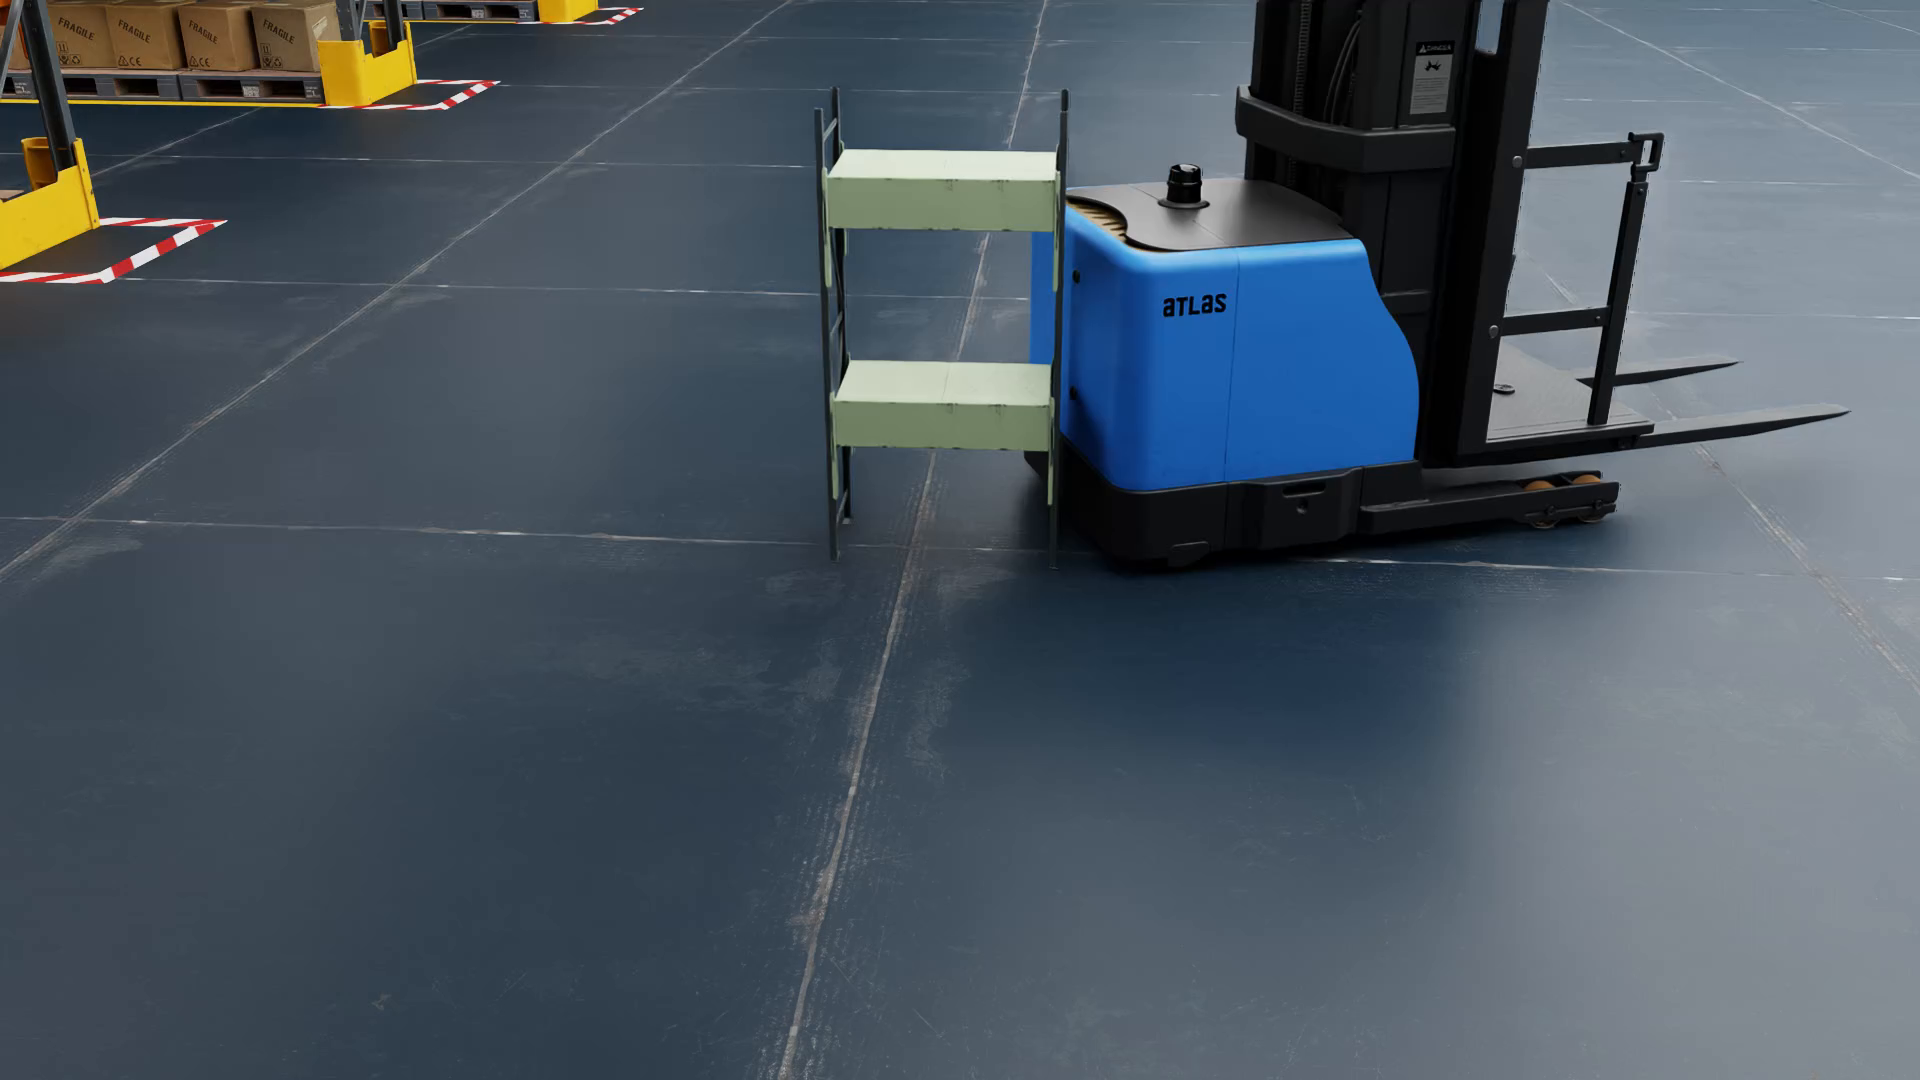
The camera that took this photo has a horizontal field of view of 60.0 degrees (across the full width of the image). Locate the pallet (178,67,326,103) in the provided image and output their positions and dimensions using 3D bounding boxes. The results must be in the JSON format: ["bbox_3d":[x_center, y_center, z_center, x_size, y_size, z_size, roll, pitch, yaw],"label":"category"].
[{"bbox_3d":[-5.679,-3.845,13.853,1.213,0.211,1.003,2,25,4],"label":"pallet"}]

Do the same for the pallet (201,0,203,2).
[{"bbox_3d":[-9.079,-5.987,18.509,1.213,0.211,1.003,2,25,4],"label":"pallet"}]

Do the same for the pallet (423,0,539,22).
[{"bbox_3d":[-5.119,-5.859,18.230,1.213,0.211,1.003,2,25,4],"label":"pallet"}]

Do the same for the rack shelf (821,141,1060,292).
[{"bbox_3d":[-0.046,-1.028,5.256,0.720,0.370,0.431,2,25,3],"label":"rack shelf"}]

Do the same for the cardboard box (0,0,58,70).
[{"bbox_3d":[-7.817,-4.207,13.792,0.500,0.500,0.500,10,27,21],"label":"cardboard box"}]

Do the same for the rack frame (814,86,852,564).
[{"bbox_3d":[-0.411,-0.683,5.441,0.023,1.500,0.400,2,25,3],"label":"rack frame"}]

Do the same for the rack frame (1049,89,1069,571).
[{"bbox_3d":[0.320,-0.663,5.397,0.023,1.500,0.400,2,25,3],"label":"rack frame"}]

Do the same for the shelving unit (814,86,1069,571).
[{"bbox_3d":[-0.046,-0.673,5.419,0.755,1.500,0.431,2,25,3],"label":"shelving unit"}]

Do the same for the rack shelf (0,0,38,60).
[{"bbox_3d":[-7.169,-2.741,8.980,4.000,0.370,1.077,2,25,4],"label":"rack shelf"}]

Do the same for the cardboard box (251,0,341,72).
[{"bbox_3d":[-5.417,-4.151,13.670,0.500,0.500,0.500,6,25,14],"label":"cardboard box"}]

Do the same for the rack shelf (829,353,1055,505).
[{"bbox_3d":[-0.046,-0.377,5.555,0.720,0.370,0.431,2,25,3],"label":"rack shelf"}]

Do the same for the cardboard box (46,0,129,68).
[{"bbox_3d":[-7.192,-4.220,13.820,0.500,0.500,0.500,0,25,-1],"label":"cardboard box"}]

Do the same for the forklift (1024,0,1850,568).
[{"bbox_3d":[1.815,-1.574,5.665,3.031,2.935,1.130,-7,26,-15],"label":"forklift"}]

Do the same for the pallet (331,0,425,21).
[{"bbox_3d":[-6.332,-5.899,18.317,1.213,0.211,1.003,2,25,4],"label":"pallet"}]

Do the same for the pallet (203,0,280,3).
[{"bbox_3d":[-7.551,-5.937,18.399,1.213,0.211,1.003,2,25,4],"label":"pallet"}]

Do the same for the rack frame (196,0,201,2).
[{"bbox_3d":[-8.304,-7.260,17.940,0.127,3.000,1.000,2,25,4],"label":"rack frame"}]

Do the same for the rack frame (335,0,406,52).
[{"bbox_3d":[-4.796,-5.068,13.176,0.127,3.000,1.000,2,25,4],"label":"rack frame"}]

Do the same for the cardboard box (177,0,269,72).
[{"bbox_3d":[-6.016,-4.155,13.680,0.500,0.500,0.500,8,26,18],"label":"cardboard box"}]

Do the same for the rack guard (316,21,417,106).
[{"bbox_3d":[-4.872,-3.935,13.704,0.348,0.500,1.175,2,25,4],"label":"rack guard"}]

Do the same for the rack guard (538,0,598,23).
[{"bbox_3d":[-4.291,-5.996,18.183,0.348,0.500,1.175,2,25,4],"label":"rack guard"}]

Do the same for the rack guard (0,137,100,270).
[{"bbox_3d":[-5.254,-1.851,9.175,0.348,0.500,1.175,2,25,4],"label":"rack guard"}]

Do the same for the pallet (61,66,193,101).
[{"bbox_3d":[-6.892,-3.885,13.940,1.213,0.211,1.003,2,25,4],"label":"pallet"}]

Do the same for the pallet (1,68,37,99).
[{"bbox_3d":[-8.112,-3.923,14.023,1.213,0.211,1.003,2,25,4],"label":"pallet"}]

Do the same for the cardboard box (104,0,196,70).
[{"bbox_3d":[-6.638,-4.183,13.741,0.500,0.500,0.500,4,25,9],"label":"cardboard box"}]

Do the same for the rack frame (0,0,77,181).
[{"bbox_3d":[-5.175,-3.004,8.690,0.127,3.000,1.000,2,25,4],"label":"rack frame"}]

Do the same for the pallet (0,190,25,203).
[{"bbox_3d":[-6.064,-1.748,9.297,1.213,0.211,1.003,2,25,4],"label":"pallet"}]
